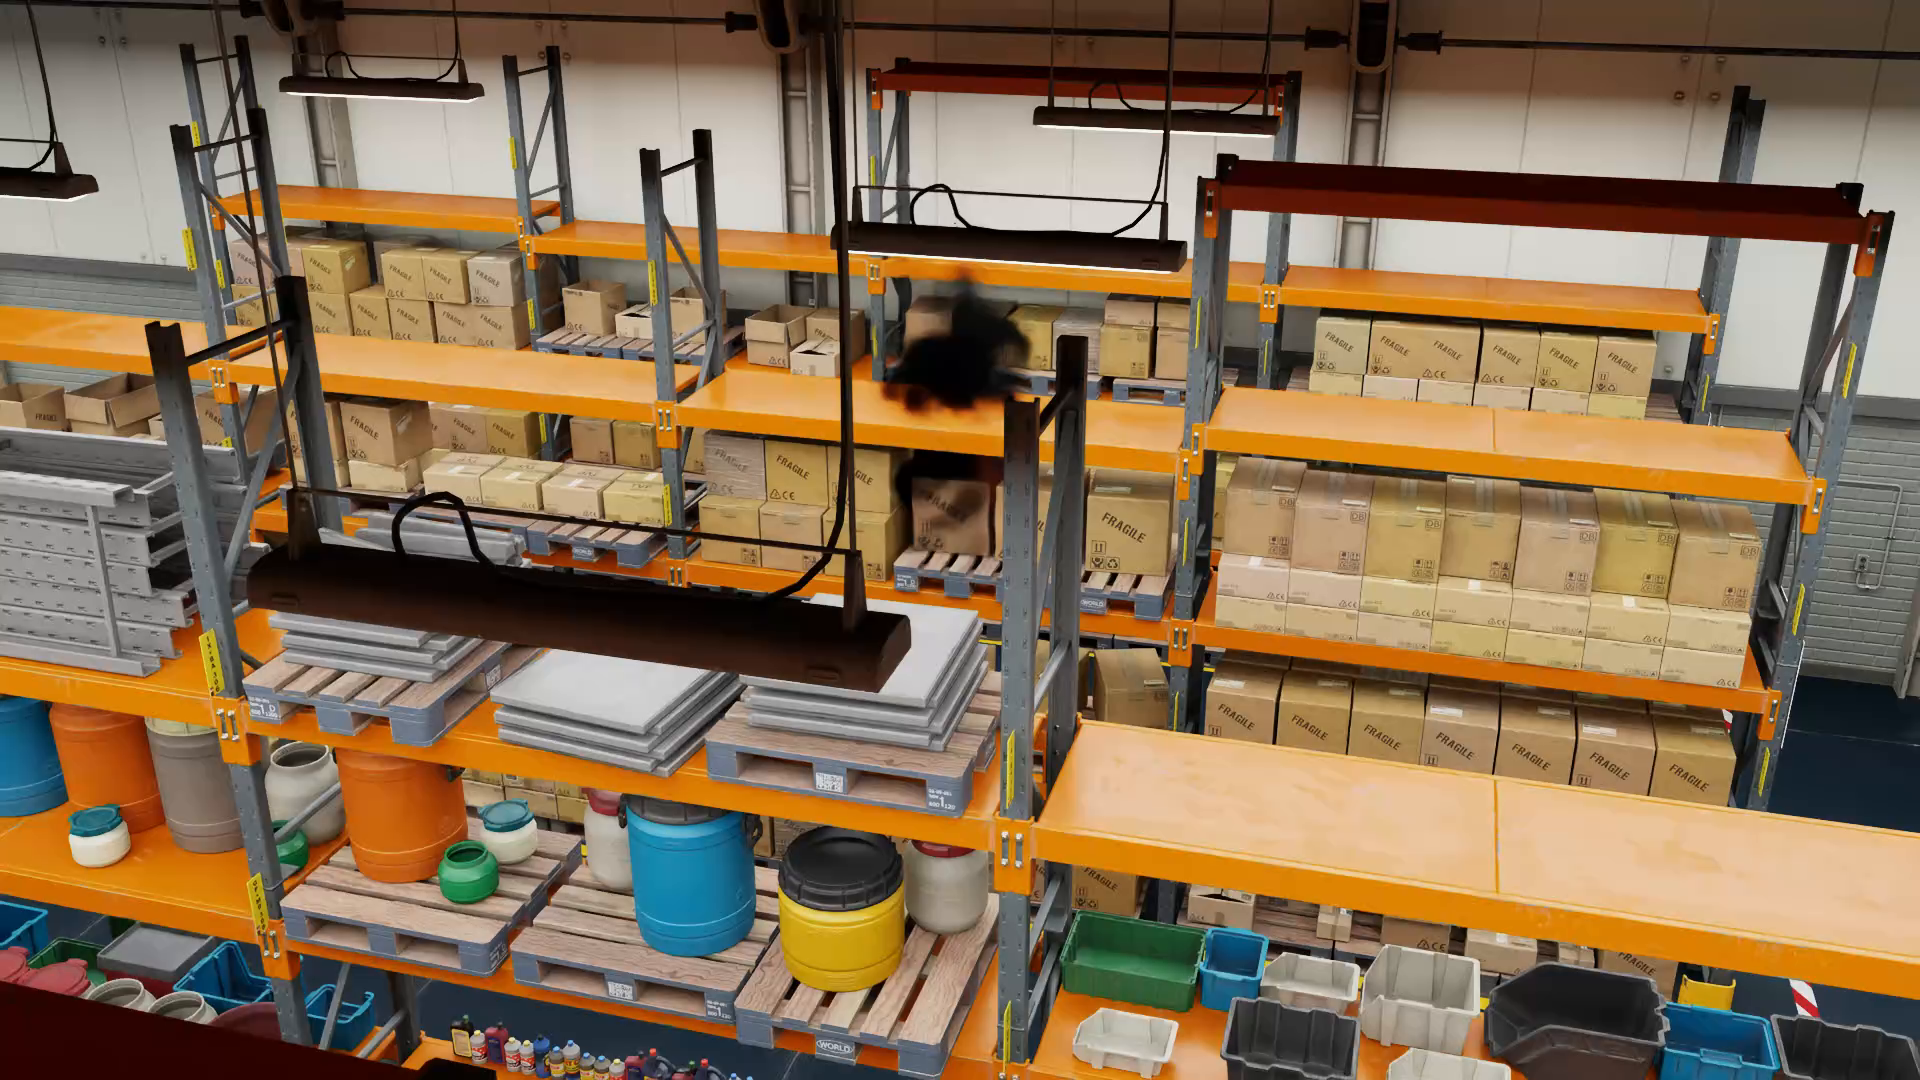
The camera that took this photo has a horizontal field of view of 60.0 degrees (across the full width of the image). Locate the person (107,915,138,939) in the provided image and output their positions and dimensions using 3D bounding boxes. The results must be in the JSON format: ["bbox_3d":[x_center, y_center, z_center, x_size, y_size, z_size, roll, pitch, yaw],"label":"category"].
[{"bbox_3d":[-6.062,2.581,12.253,0.880,1.763,0.688,9,24,21],"label":"person"}]
